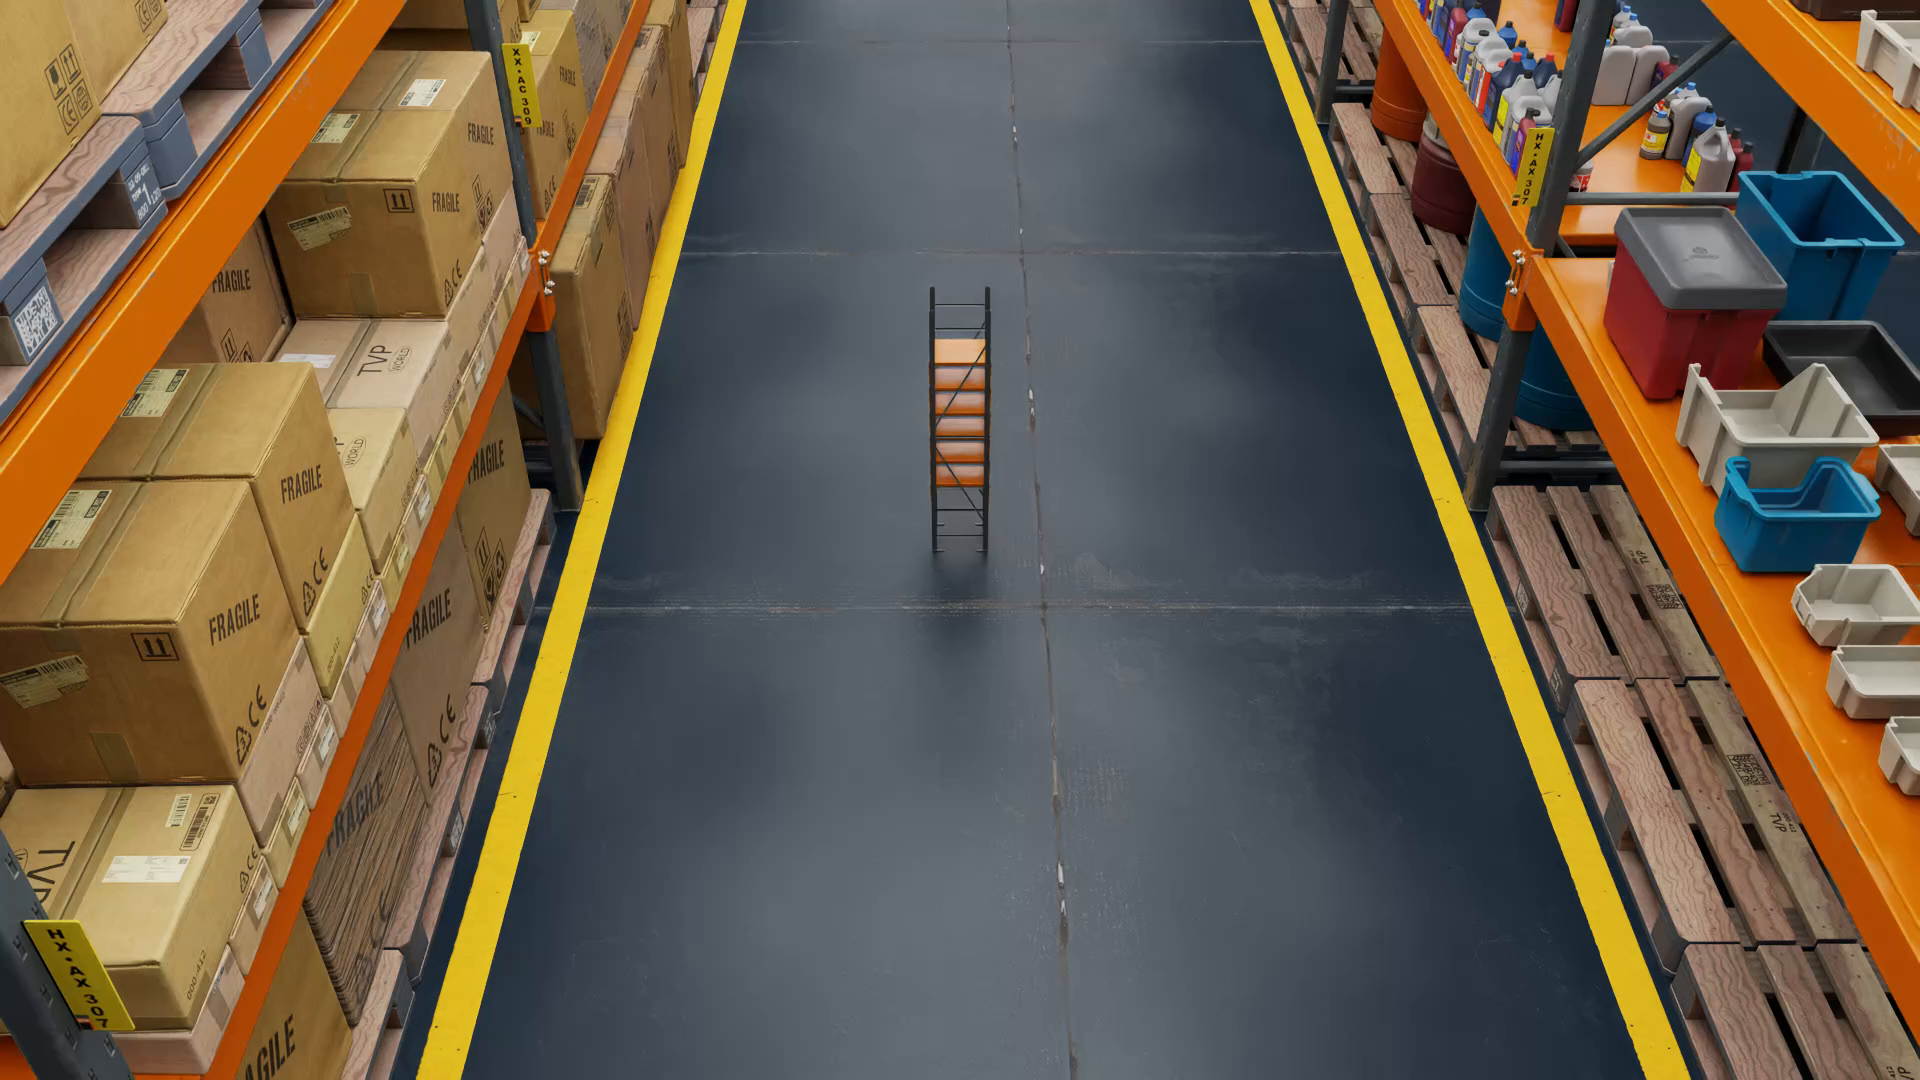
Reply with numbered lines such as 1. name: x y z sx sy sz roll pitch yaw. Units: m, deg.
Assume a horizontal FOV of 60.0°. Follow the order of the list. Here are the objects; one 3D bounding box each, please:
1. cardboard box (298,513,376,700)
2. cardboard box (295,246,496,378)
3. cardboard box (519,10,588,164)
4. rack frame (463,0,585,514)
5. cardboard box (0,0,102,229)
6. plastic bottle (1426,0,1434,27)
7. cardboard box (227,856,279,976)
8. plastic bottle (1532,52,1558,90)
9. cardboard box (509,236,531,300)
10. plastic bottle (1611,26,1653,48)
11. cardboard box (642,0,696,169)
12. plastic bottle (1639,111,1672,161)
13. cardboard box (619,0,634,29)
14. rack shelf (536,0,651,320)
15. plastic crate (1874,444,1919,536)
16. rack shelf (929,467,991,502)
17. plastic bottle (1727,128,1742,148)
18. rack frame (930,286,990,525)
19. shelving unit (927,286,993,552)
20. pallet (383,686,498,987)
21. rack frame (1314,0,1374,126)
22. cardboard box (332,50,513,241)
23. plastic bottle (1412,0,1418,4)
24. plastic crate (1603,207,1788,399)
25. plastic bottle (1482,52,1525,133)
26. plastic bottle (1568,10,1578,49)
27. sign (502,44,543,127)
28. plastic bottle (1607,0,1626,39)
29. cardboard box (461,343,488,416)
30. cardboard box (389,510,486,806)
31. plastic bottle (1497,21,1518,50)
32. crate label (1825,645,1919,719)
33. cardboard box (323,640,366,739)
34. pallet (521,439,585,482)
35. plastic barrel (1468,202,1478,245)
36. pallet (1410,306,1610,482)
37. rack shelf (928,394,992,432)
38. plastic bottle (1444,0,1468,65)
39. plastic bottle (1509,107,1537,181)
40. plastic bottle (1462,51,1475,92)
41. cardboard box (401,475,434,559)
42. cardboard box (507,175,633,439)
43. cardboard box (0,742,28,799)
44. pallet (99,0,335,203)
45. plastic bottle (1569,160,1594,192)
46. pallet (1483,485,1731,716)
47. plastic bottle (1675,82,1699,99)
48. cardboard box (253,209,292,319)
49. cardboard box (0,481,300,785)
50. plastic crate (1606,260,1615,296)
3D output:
1. cardboard box: -1.920 0.179 4.510 0.500 0.250 0.500 -1 39 -2
2. cardboard box: -1.924 -0.784 5.711 0.500 0.250 0.500 1 39 1
3. cardboard box: -1.942 -1.967 7.226 0.500 0.500 0.500 0 39 0
4. rack frame: -2.190 -1.325 6.505 1.000 3.000 0.127 0 39 0
5. cardboard box: -2.120 -0.914 3.097 0.700 0.500 0.500 -1 39 -2
6. plastic bottle: 2.410 -2.715 8.342 0.097 0.271 0.097 0 39 0
7. cardboard box: -1.857 0.891 3.940 0.380 0.149 0.250 -1 39 -1
8. plastic bottle: 2.579 -2.000 7.387 0.144 0.351 0.185 0 39 0
9. cardboard box: -1.862 -1.037 6.346 0.380 0.149 0.250 0 39 0
10. plastic bottle: 3.142 -2.294 7.814 0.152 0.276 0.135 0 39 0
11. cardboard box: -2.214 -2.730 9.621 1.225 0.875 0.875 -2 39 -2
12. plastic bottle: 3.018 -1.758 7.204 0.097 0.201 0.097 0 39 0
13. cardboard box: -1.948 -2.921 8.416 0.500 0.500 0.500 -1 39 -2
14. rack shelf: -2.192 -2.295 8.291 1.077 0.370 4.000 0 39 0
15. plastic crate: 3.066 -0.161 5.215 0.293 0.136 0.466 0 39 0
16. rack shelf: 0.000 -0.255 7.064 0.258 0.103 0.180 0 39 0
17. plastic bottle: 3.189 -1.597 6.937 0.061 0.283 0.133 0 39 0
18. rack frame: 0.000 -0.534 6.957 0.240 1.200 0.006 0 39 0
19. shelving unit: 0.000 -0.477 6.886 0.258 1.200 0.189 0 39 0
20. pallet: -2.263 1.003 5.830 1.003 0.211 1.213 0 39 0
21. rack frame: 2.758 -3.830 9.631 1.000 3.000 0.127 0 39 0
22. cardboard box: -1.922 -1.388 5.866 0.500 0.500 0.500 1 39 1
23. plastic bottle: 2.409 -2.920 8.598 0.097 0.271 0.097 0 39 0
24. plastic crate: 2.513 -0.819 5.774 0.402 0.464 0.583 0 39 0
25. plastic bottle: 2.435 -2.000 7.386 0.144 0.351 0.185 0 39 0
26. plastic bottle: 3.025 -2.487 8.057 0.097 0.271 0.097 0 39 0
27. sign: -1.635 -1.696 6.212 0.100 0.325 0.005 0 39 0
28. plastic bottle: 3.146 -2.545 8.067 0.144 0.351 0.185 0 39 0
29. cardboard box: -1.861 -0.555 5.744 0.380 0.149 0.250 1 39 1
30. cardboard box: -2.268 0.315 5.821 0.875 0.875 0.875 0 39 0
31. plastic bottle: 2.563 -2.310 7.837 0.097 0.271 0.097 0 39 0
32. crate label: 2.575 0.387 4.532 0.396 0.136 0.243 0 39 0
33. cardboard box: -1.859 0.409 4.542 0.380 0.149 0.250 -1 39 -1
34. pallet: -2.266 -0.720 7.979 1.003 0.211 1.213 0 39 0
35. plastic barrel: 2.867 -1.658 8.574 0.421 0.512 0.421 0 39 0
36. pallet: 2.804 -0.723 7.984 1.003 0.211 1.213 0 39 0
37. rack shelf: 0.000 -0.536 6.839 0.258 0.103 0.180 0 39 0
38. plastic bottle: 2.392 -2.447 7.999 0.061 0.283 0.133 0 39 0
39. plastic bottle: 2.393 -1.674 7.034 0.061 0.283 0.133 0 39 0
40. plastic bottle: 2.411 -2.198 7.753 0.097 0.201 0.097 0 39 0
41. cardboard box: -1.861 -0.074 5.145 0.380 0.149 0.250 1 39 1
42. cardboard box: -2.211 -1.060 7.538 1.225 0.875 0.875 0 39 0
43. cardboard box: -2.451 0.498 4.112 0.500 0.250 0.500 -1 39 -1
44. pallet: -2.201 -1.189 4.007 1.003 0.211 1.213 0 39 0
45. plastic bottle: 2.564 -1.509 6.894 0.097 0.201 0.097 0 39 0
46. pallet: 2.803 0.219 6.808 1.003 0.211 1.213 0 39 0
47. plastic bottle: 3.170 -1.870 7.288 0.097 0.271 0.097 0 39 0
48. cardboard box: -2.452 -1.068 5.466 0.500 0.500 0.500 0 39 0
49. cardboard box: -1.916 0.213 3.868 0.500 0.500 0.500 -1 39 -1
50. plastic crate: 2.621 -0.958 6.210 0.396 0.136 0.243 0 39 0
